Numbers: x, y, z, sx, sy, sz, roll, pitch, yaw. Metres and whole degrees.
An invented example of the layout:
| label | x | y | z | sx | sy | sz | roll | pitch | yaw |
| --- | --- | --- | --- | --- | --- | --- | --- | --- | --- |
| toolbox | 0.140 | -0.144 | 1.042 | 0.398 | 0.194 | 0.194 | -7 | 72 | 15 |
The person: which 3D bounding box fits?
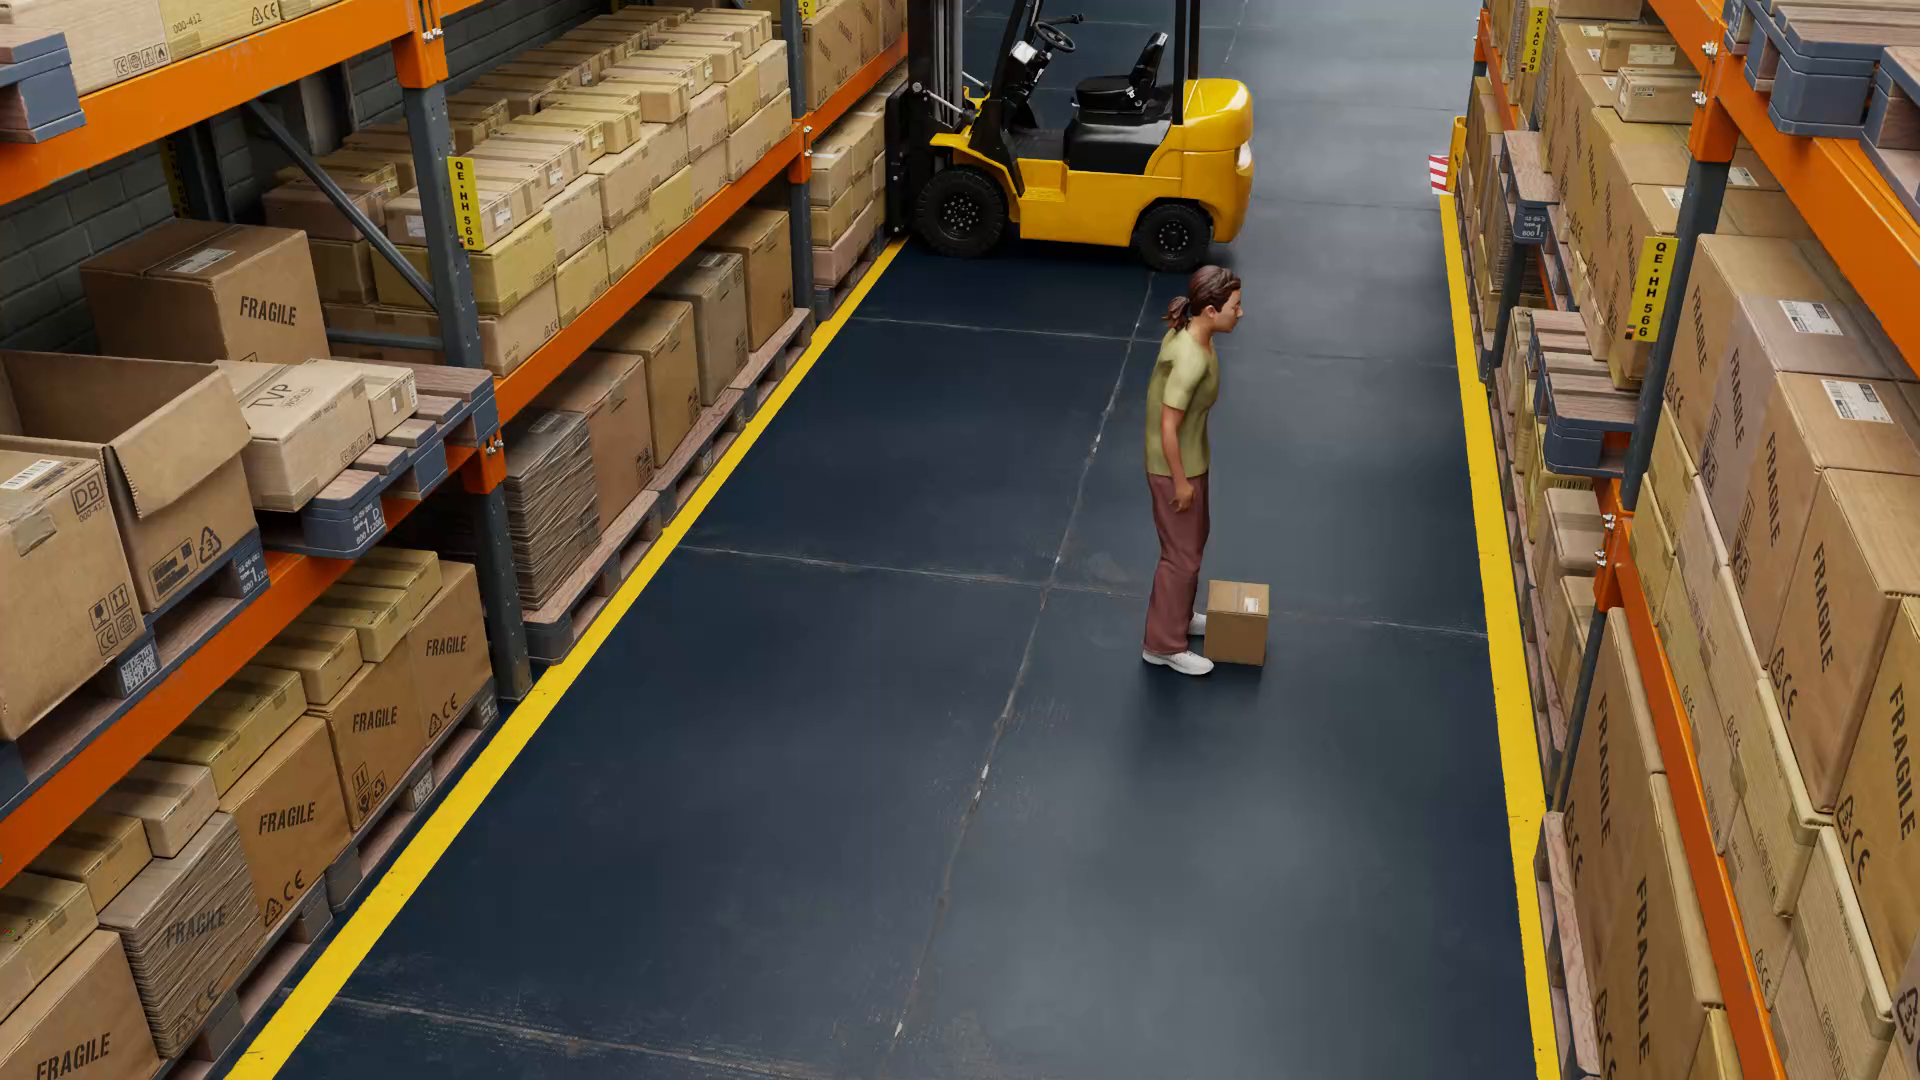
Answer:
| label | x | y | z | sx | sy | sz | roll | pitch | yaw |
| --- | --- | --- | --- | --- | --- | --- | --- | --- | --- |
| person | 0.913 | -0.294 | 6.659 | 0.358 | 1.673 | 0.498 | 6 | 29 | 11 |
